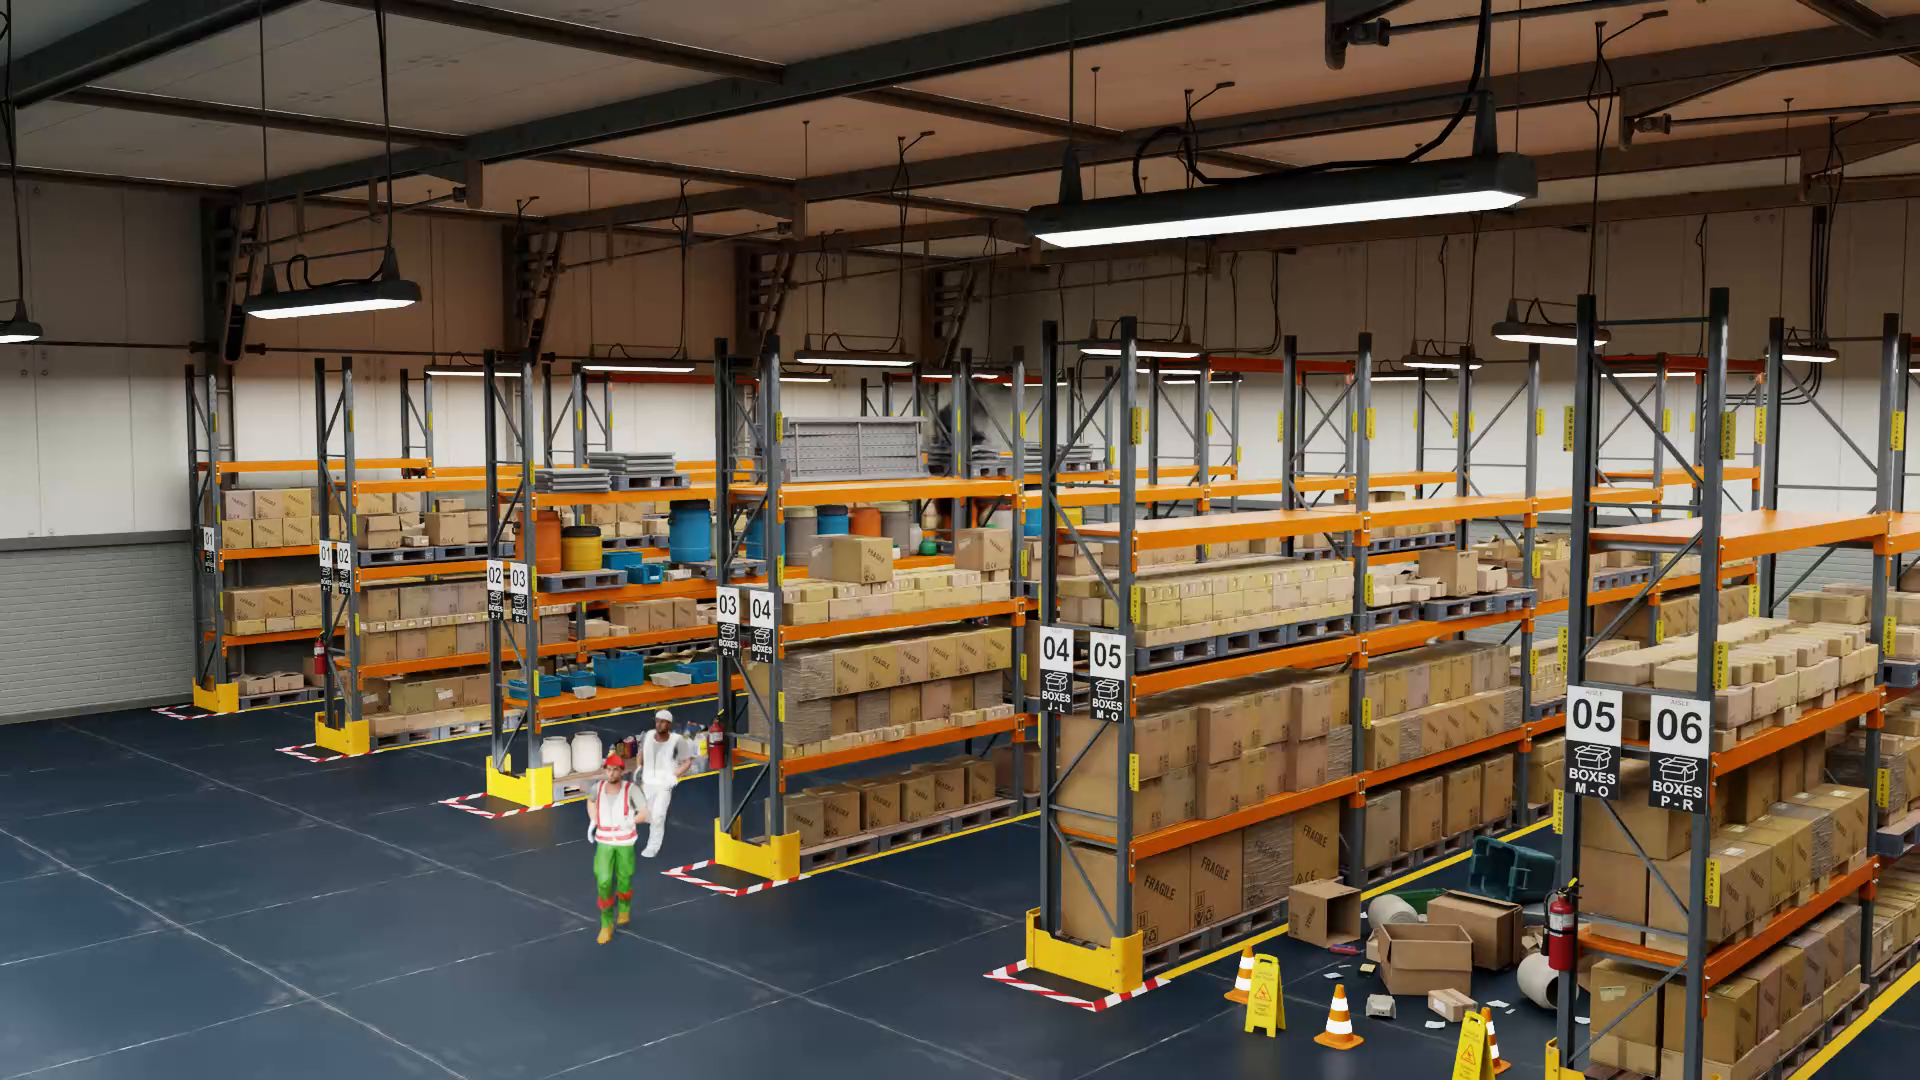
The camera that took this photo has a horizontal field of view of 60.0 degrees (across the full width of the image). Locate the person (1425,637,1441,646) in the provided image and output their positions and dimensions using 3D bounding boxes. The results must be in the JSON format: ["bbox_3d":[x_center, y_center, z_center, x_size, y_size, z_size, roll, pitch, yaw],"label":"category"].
[{"bbox_3d":[7.411,2.337,26.226,0.575,1.657,0.559,3,5,33],"label":"person"}]

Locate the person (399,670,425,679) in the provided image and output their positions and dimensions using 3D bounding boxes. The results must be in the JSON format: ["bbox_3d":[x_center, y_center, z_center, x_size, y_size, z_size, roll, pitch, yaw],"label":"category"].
[{"bbox_3d":[-9.221,2.151,28.052,0.691,1.723,0.586,3,5,35],"label":"person"}]

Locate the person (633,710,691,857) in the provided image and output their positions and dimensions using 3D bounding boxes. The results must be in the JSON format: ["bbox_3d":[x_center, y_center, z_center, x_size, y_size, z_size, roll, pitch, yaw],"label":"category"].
[{"bbox_3d":[-3.460,2.828,19.467,0.683,1.724,0.599,1,5,15],"label":"person"}]

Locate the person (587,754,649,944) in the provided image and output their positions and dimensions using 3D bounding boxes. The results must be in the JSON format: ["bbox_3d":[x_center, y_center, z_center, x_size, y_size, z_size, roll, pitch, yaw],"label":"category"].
[{"bbox_3d":[-3.384,3.025,16.432,0.636,1.844,0.787,0,4,-5],"label":"person"}]
